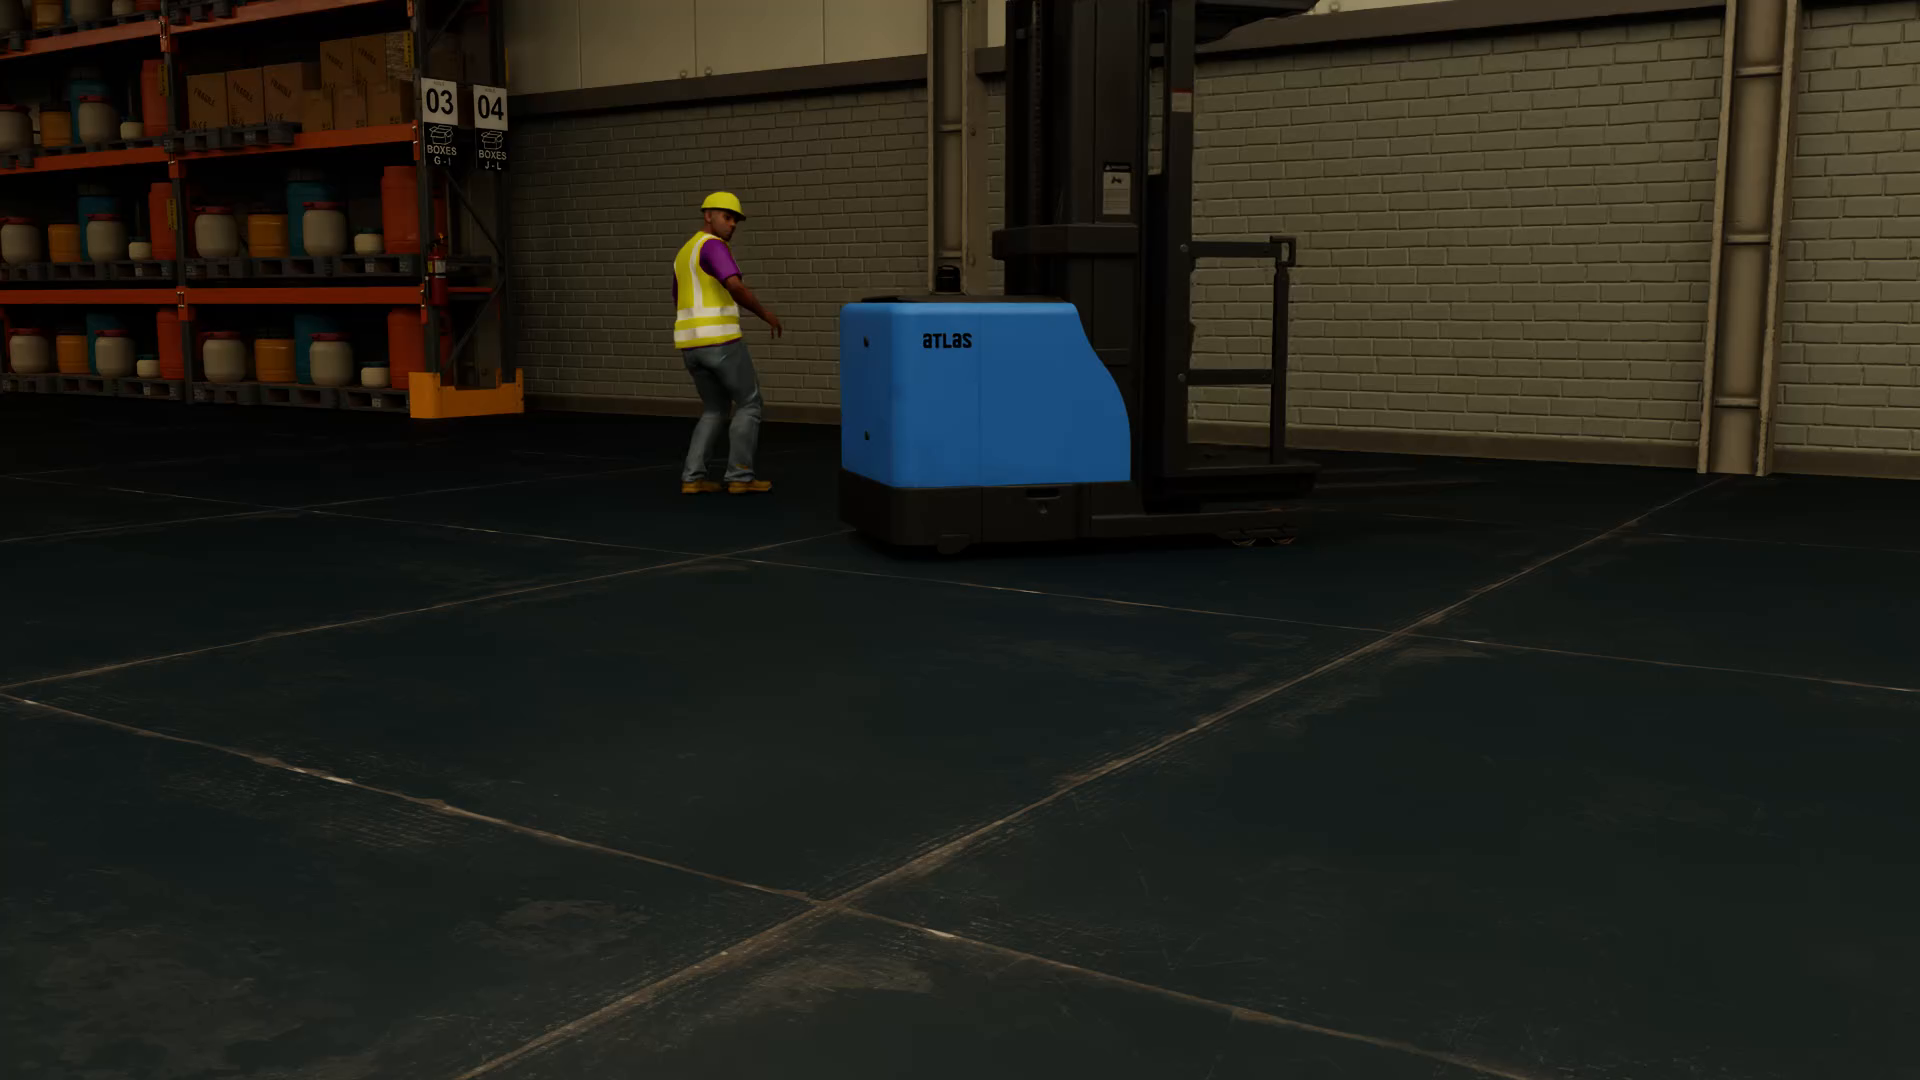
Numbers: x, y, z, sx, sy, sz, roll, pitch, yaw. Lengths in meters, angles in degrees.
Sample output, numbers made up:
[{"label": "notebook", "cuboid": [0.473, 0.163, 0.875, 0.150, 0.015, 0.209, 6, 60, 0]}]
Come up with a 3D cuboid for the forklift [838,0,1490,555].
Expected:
[{"label": "forklift", "cuboid": [1.007, -1.487, 7.651, 3.031, 2.935, 1.130, -3, 9, -18]}]

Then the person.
[{"label": "person", "cuboid": [-1.348, -1.102, 9.396, 0.550, 1.709, 0.818, -7, 11, -40]}]
